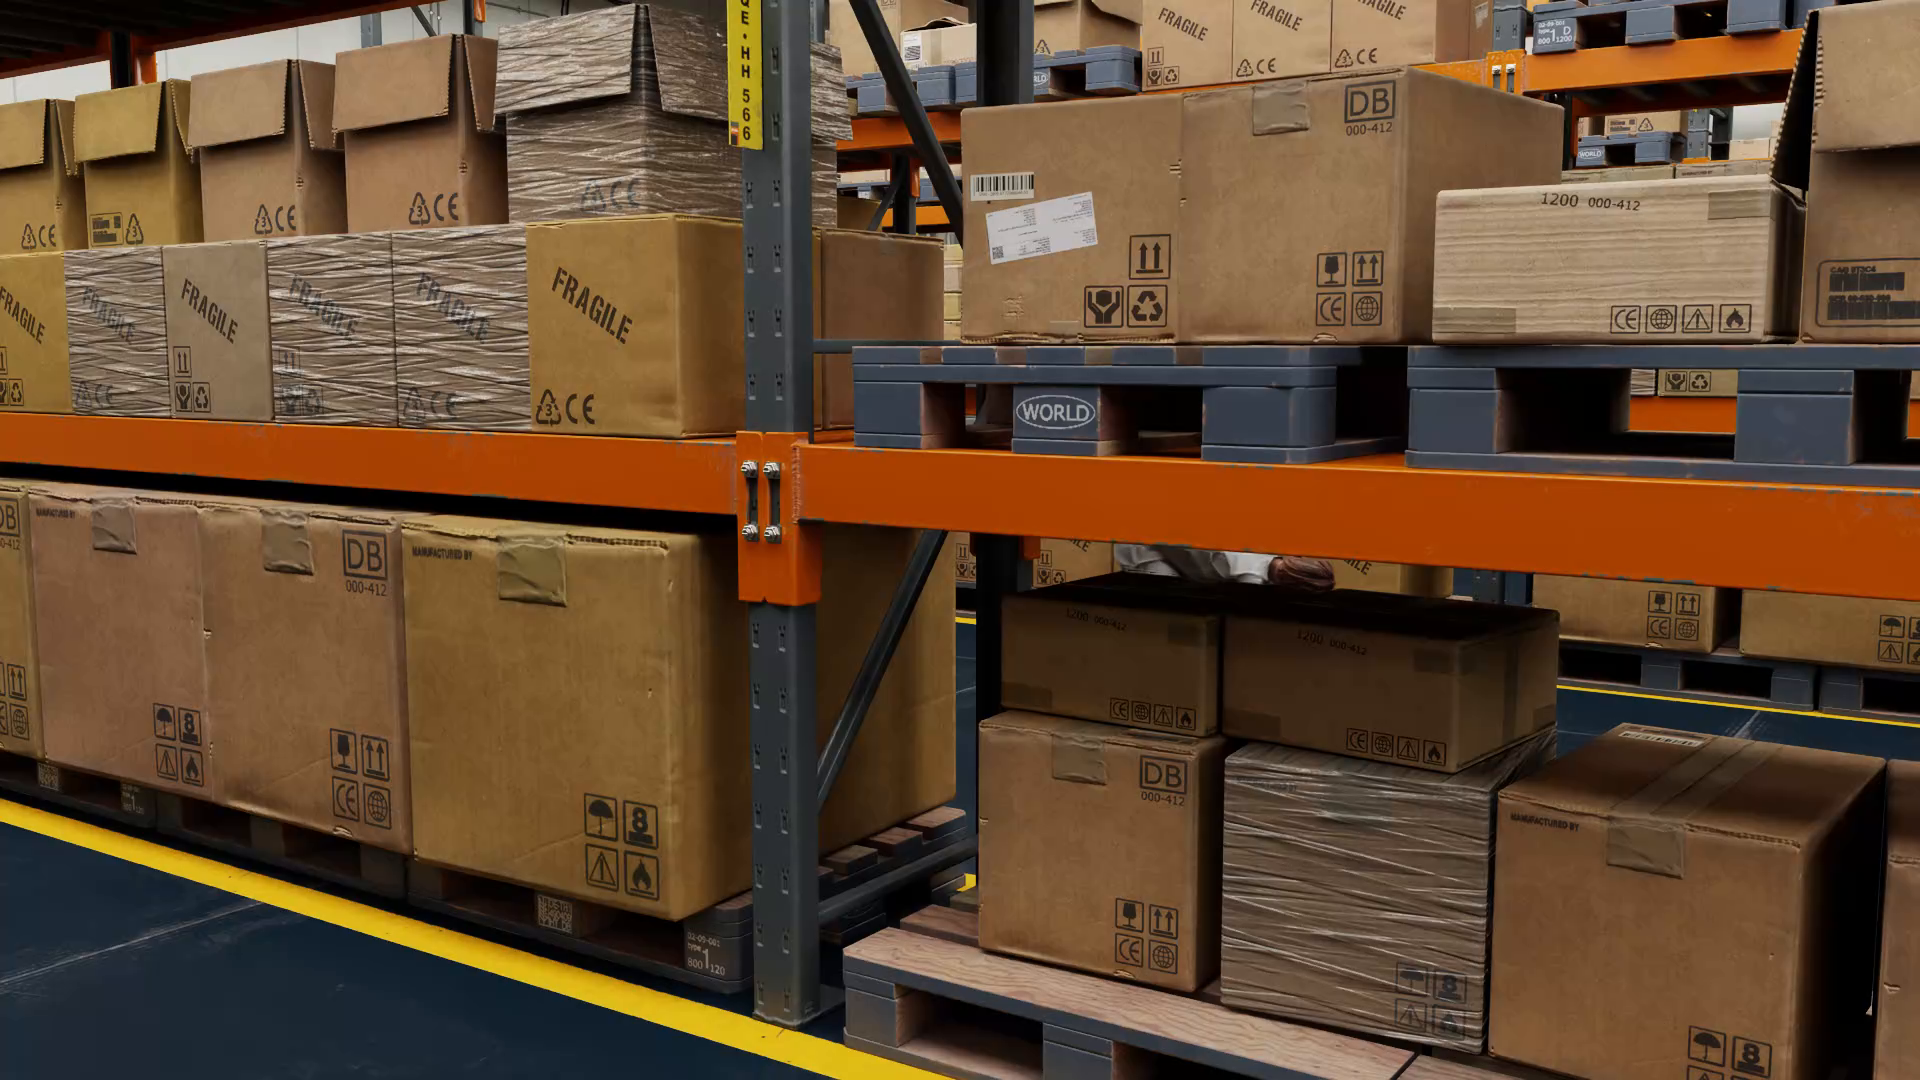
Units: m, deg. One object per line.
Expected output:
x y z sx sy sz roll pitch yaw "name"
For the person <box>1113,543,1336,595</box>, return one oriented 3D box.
0.993 0.330 6.272 0.861 0.923 0.366 4 8 31 "person"
